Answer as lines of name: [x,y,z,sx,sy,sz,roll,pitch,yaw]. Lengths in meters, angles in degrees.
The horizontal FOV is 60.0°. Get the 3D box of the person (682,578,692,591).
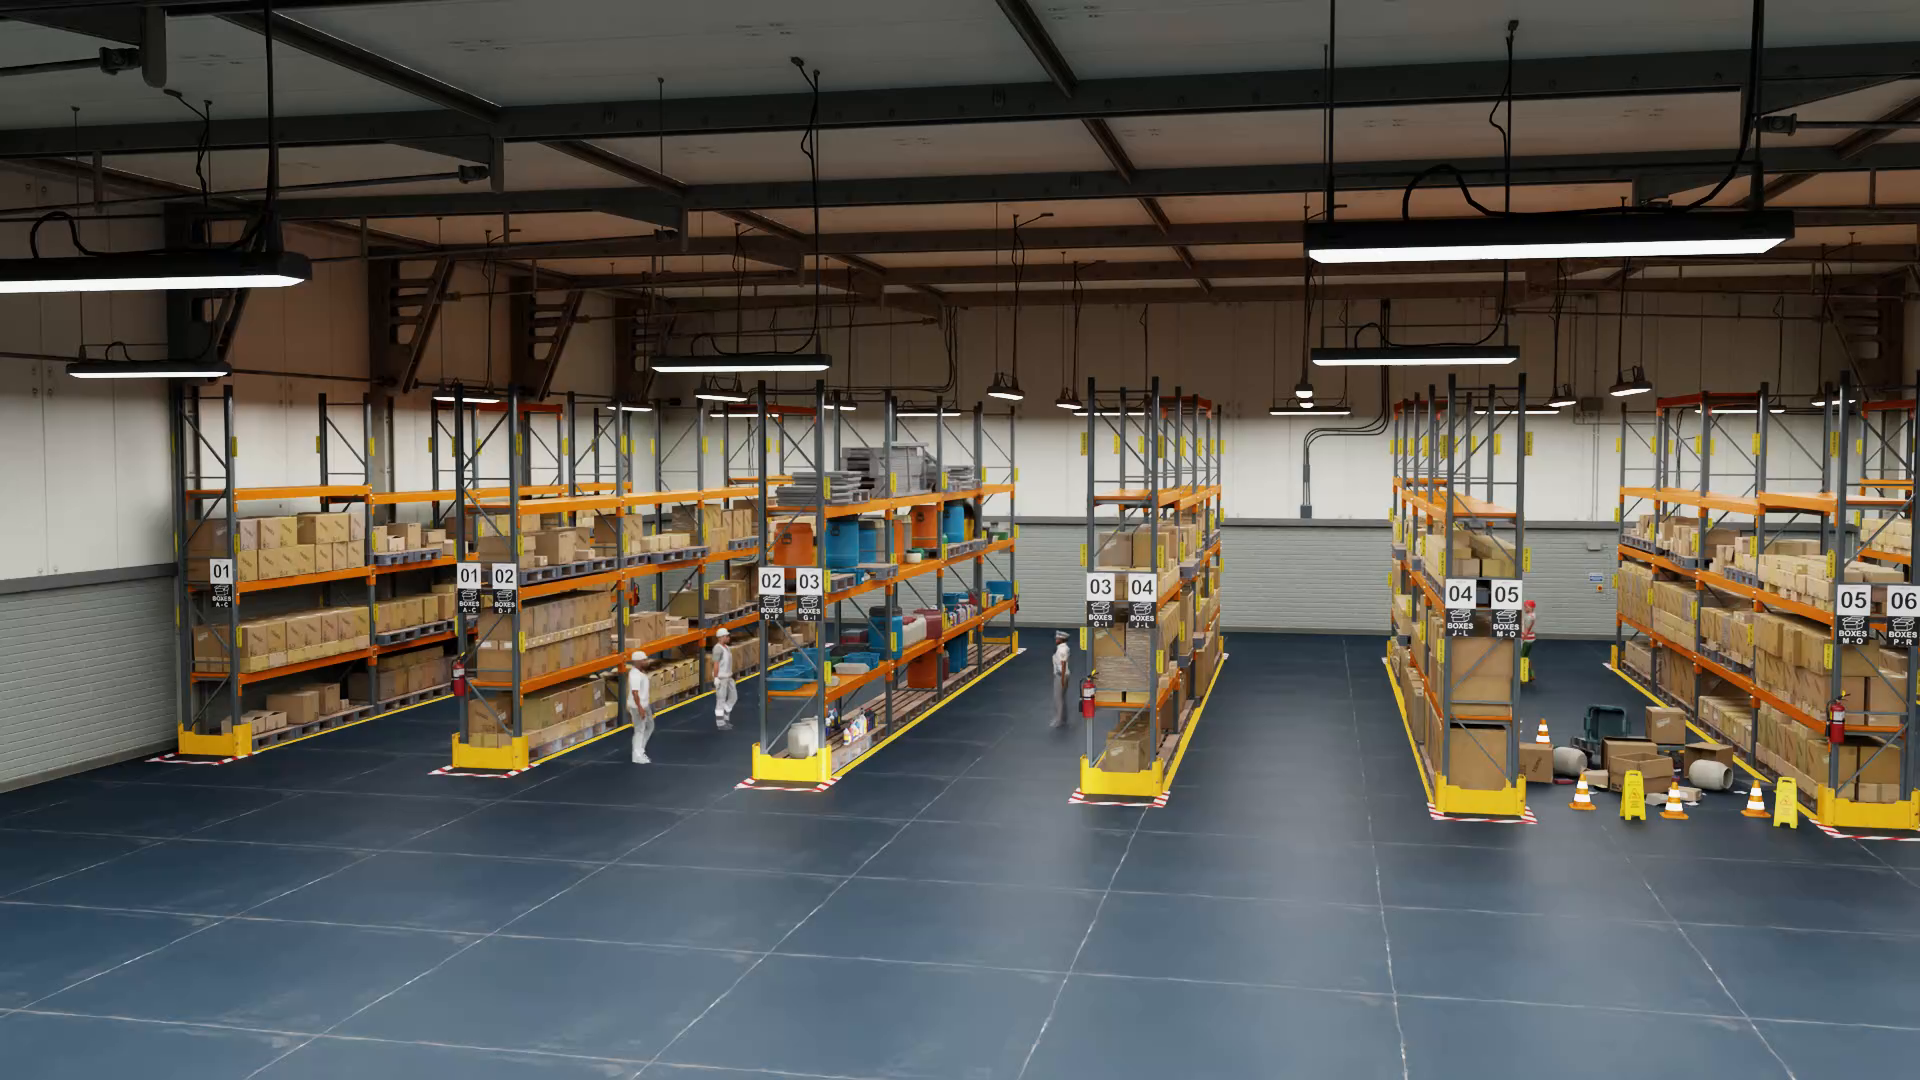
person: [-6.653,1.841,40.964,0.413,1.814,0.578,1,3,18]

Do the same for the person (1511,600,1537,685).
person: [11.854,2.148,34.922,0.597,1.789,0.510,-3,4,-43]

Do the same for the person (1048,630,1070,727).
person: [1.793,2.495,29.978,0.385,1.715,0.593,0,3,8]

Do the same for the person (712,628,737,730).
person: [-4.180,2.469,29.487,0.379,1.813,0.611,1,3,13]

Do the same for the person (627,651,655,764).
person: [-5.088,2.667,26.399,0.387,1.801,0.653,0,3,3]
